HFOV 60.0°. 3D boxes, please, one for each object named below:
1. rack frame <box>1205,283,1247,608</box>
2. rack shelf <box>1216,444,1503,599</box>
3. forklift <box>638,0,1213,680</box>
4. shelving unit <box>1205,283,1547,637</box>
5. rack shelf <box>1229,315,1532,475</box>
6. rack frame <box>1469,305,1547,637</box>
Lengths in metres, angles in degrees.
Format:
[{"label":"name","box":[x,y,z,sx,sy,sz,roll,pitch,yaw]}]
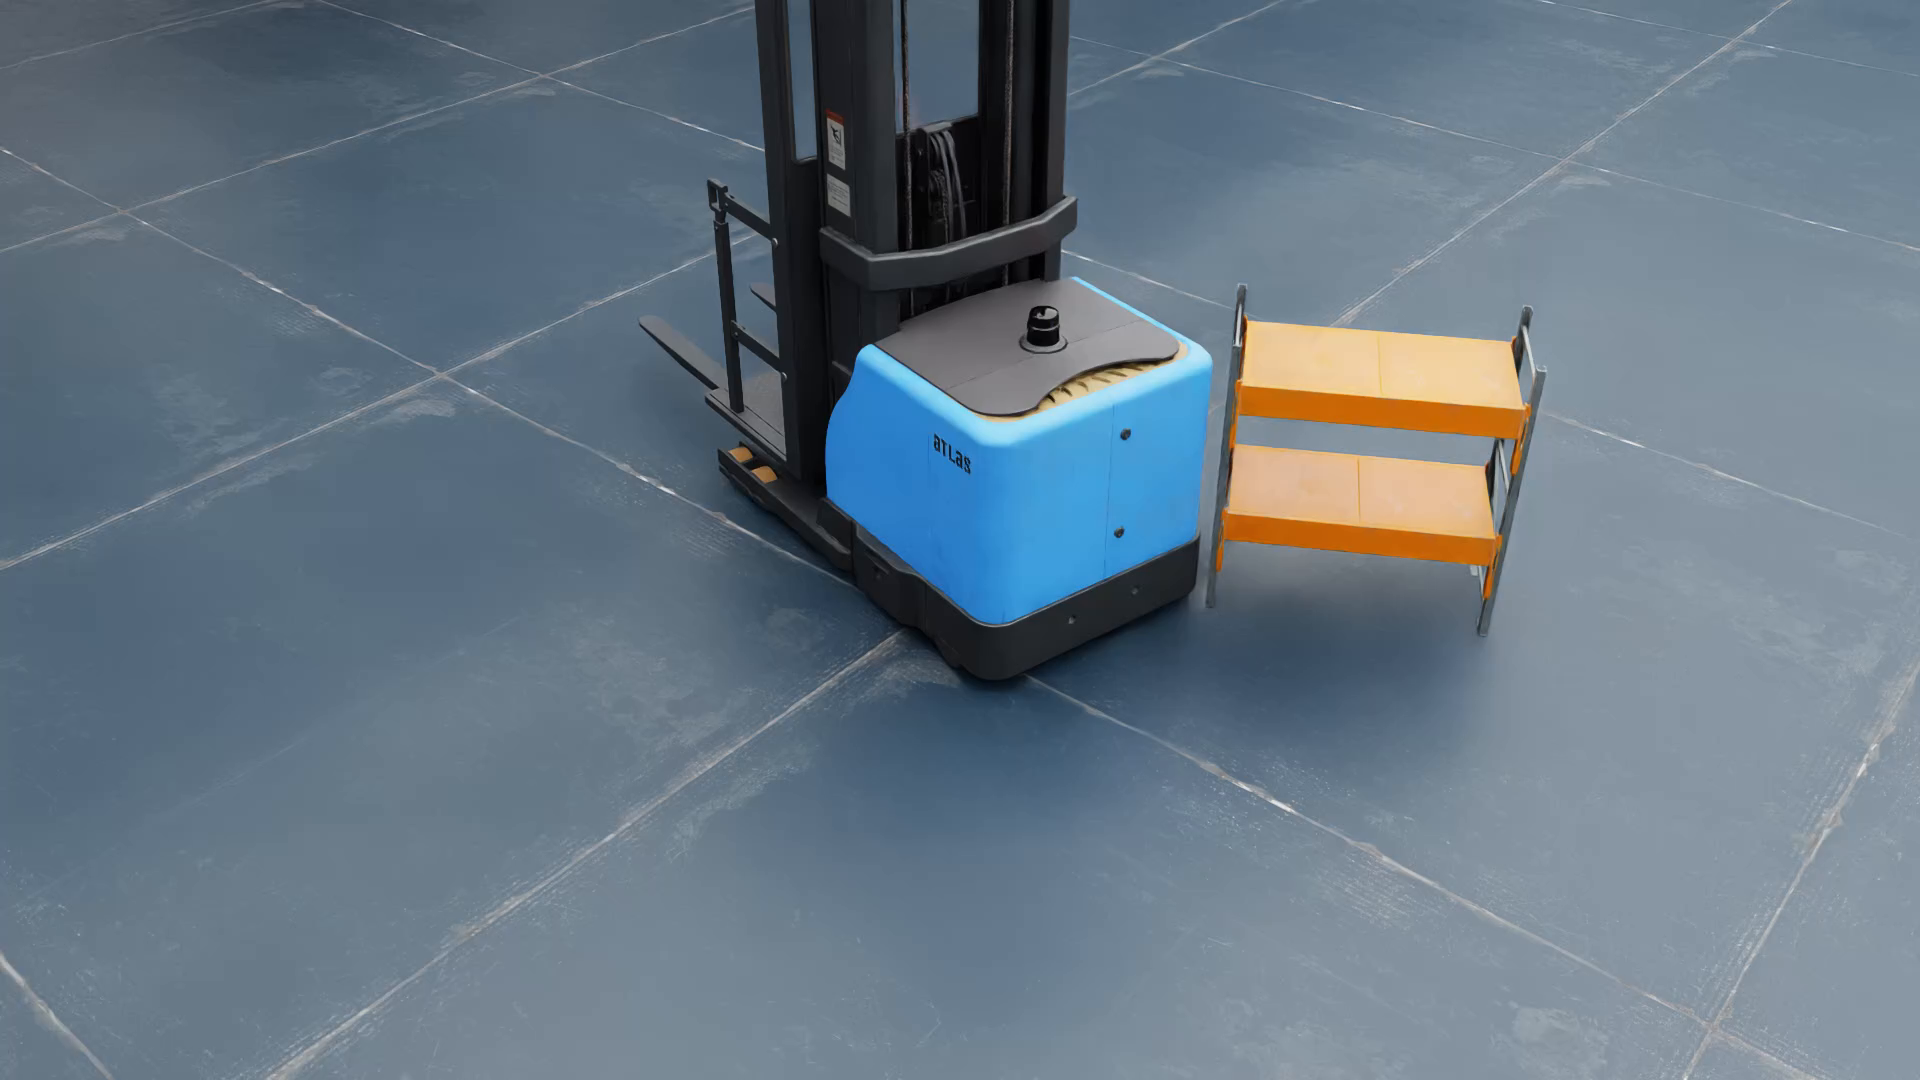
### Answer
[{"label":"rack frame","box":[1.000,-0.344,6.257,0.032,1.125,0.500,6,35,8]},{"label":"rack shelf","box":[1.500,-0.092,6.322,1.000,0.278,0.538,6,35,8]},{"label":"forklift","box":[-0.368,-1.494,6.337,1.130,2.935,3.031,-22,40,-29]},{"label":"shelving unit","box":[1.500,-0.293,6.183,1.048,1.125,0.538,6,35,8]},{"label":"rack shelf","box":[1.500,-0.534,6.017,1.000,0.278,0.538,6,35,8]},{"label":"rack frame","box":[2.001,-0.242,6.109,0.032,1.125,0.500,6,35,8]}]
